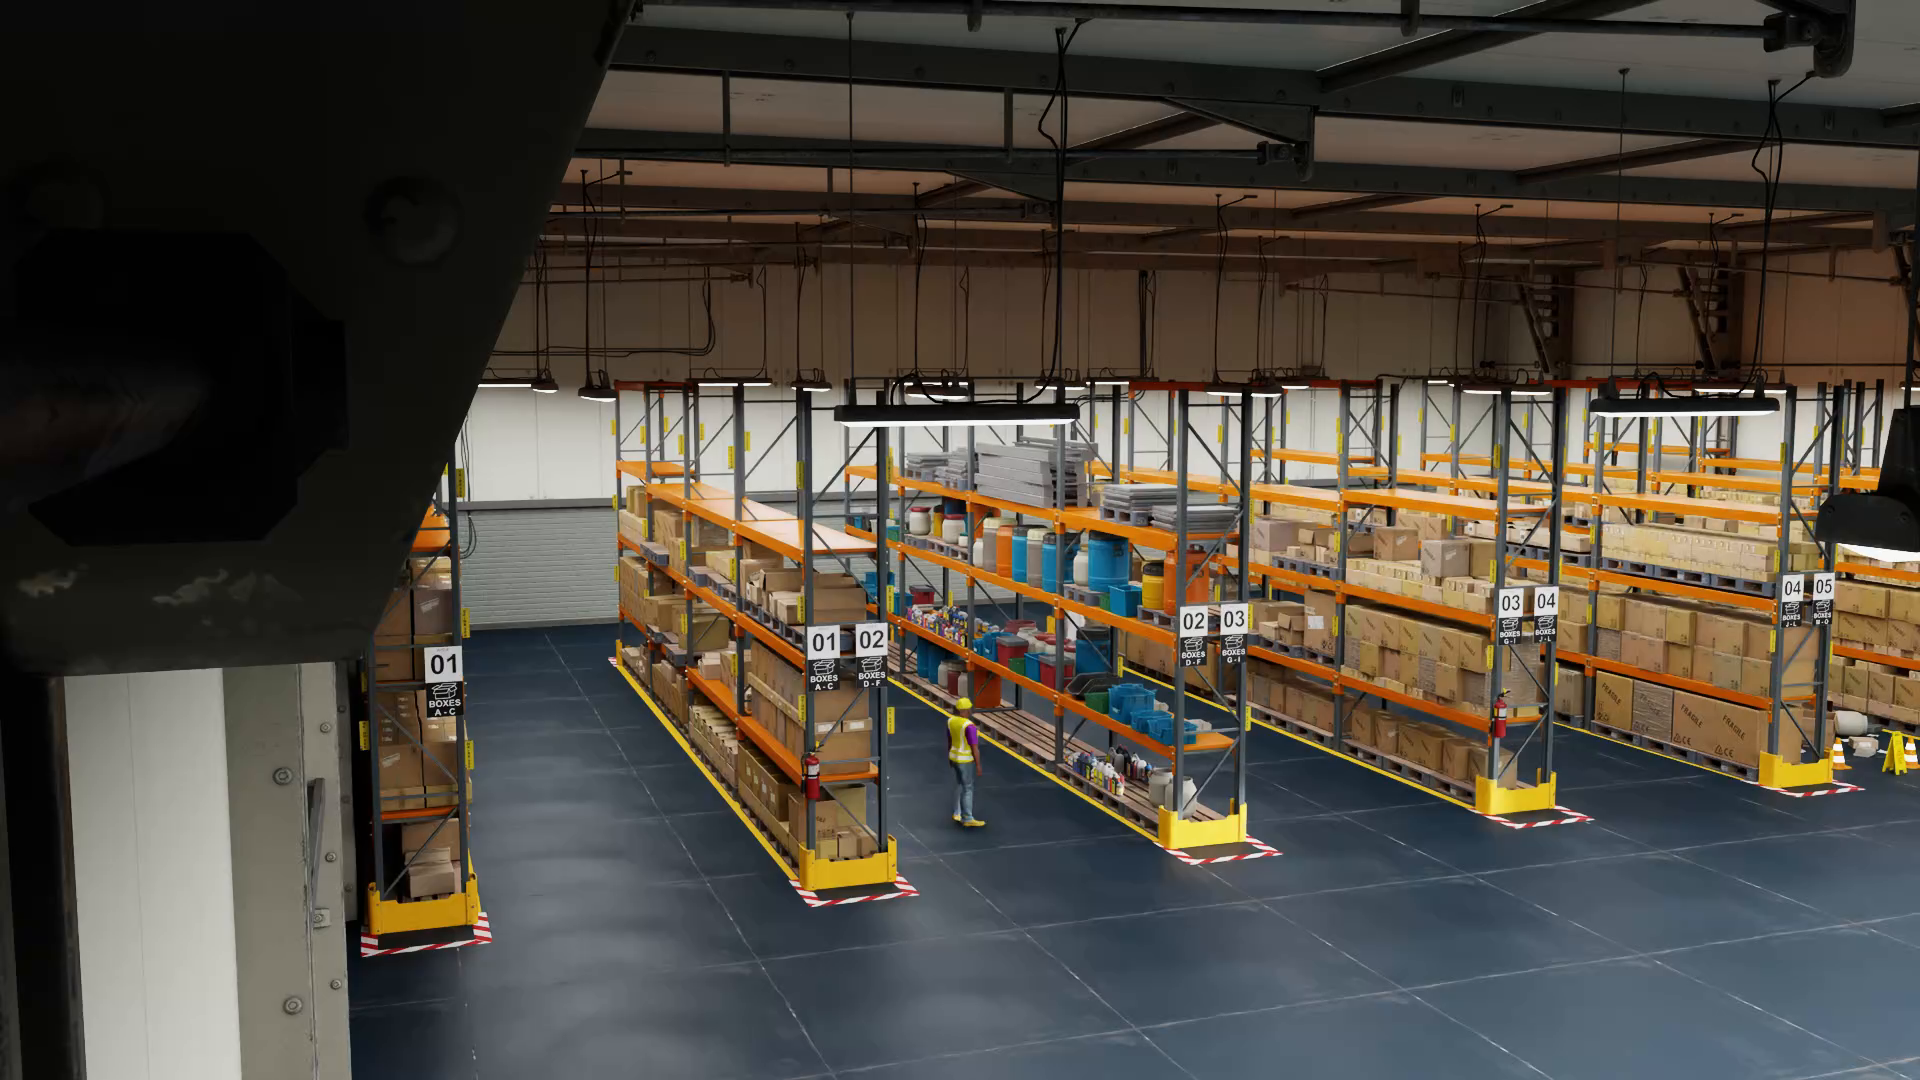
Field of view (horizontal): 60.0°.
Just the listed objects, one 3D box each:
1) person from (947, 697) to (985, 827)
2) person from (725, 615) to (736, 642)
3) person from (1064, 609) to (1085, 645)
[{"bbox_3d":[0.076,3.077,22.859,0.402,1.842,0.630,-3,7,-29],"label":"person"},{"bbox_3d":[-5.080,1.662,37.191,0.543,1.530,0.654,1,6,5],"label":"person"},{"bbox_3d":[2.258,1.838,34.158,0.575,1.767,0.591,-3,7,-29],"label":"person"}]
